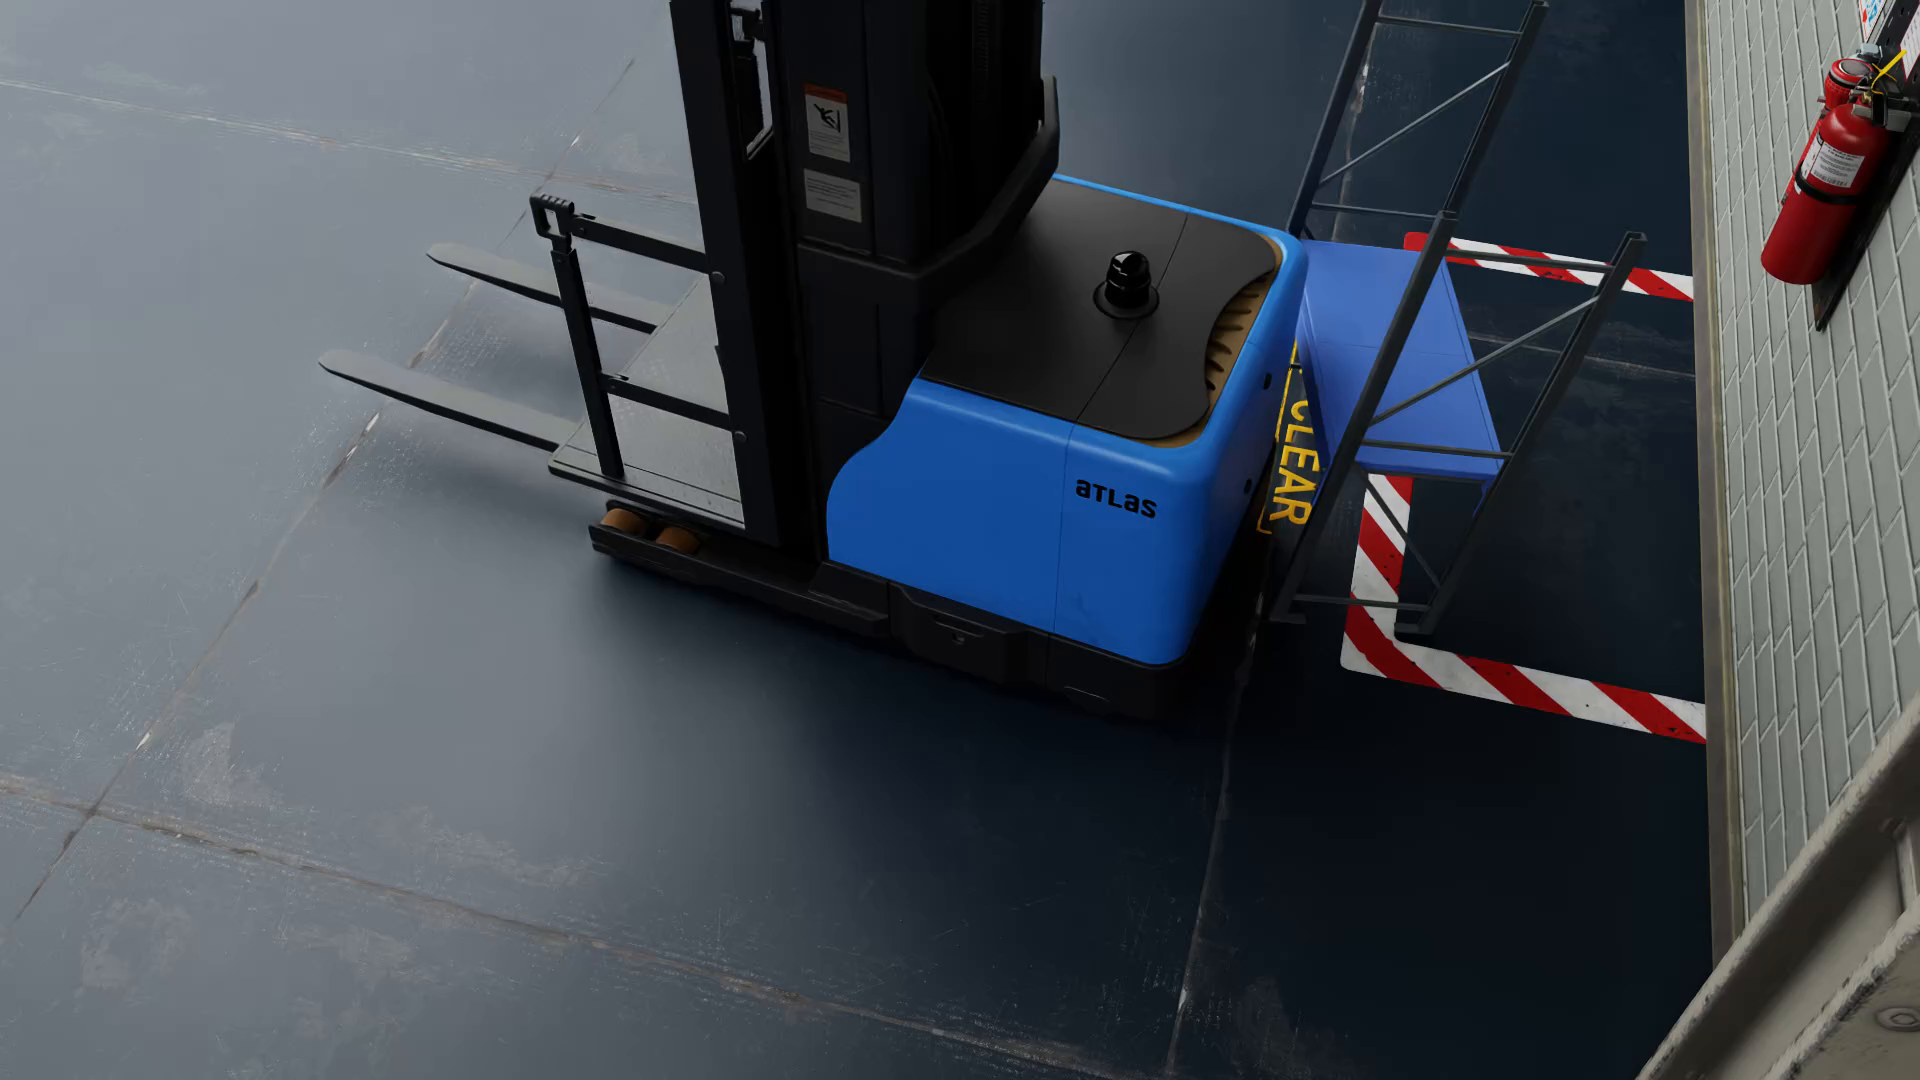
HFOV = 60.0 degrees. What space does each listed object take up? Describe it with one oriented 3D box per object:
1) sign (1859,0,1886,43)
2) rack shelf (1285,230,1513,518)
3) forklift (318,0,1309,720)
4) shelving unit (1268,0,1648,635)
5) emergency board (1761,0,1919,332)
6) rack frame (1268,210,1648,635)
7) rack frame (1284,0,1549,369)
[{"bbox_3d":[2.574,-1.584,4.624,0.001,0.329,0.234,12,50,10],"label":"sign"},{"bbox_3d":[1.244,-0.503,4.897,0.538,0.185,1.000,5,48,-5],"label":"rack shelf"},{"bbox_3d":[-0.593,-1.194,4.349,3.031,2.935,1.130,18,51,15],"label":"forklift"},{"bbox_3d":[1.267,-0.620,4.763,0.538,1.500,1.048,5,48,-5],"label":"shelving unit"},{"bbox_3d":[2.329,-1.193,4.302,0.194,1.169,0.643,12,50,10],"label":"emergency board"},{"bbox_3d":[1.263,-0.239,4.427,0.500,1.500,0.032,5,48,-5],"label":"rack frame"},{"bbox_3d":[1.271,-1.002,5.099,0.500,1.500,0.032,5,48,-5],"label":"rack frame"}]
